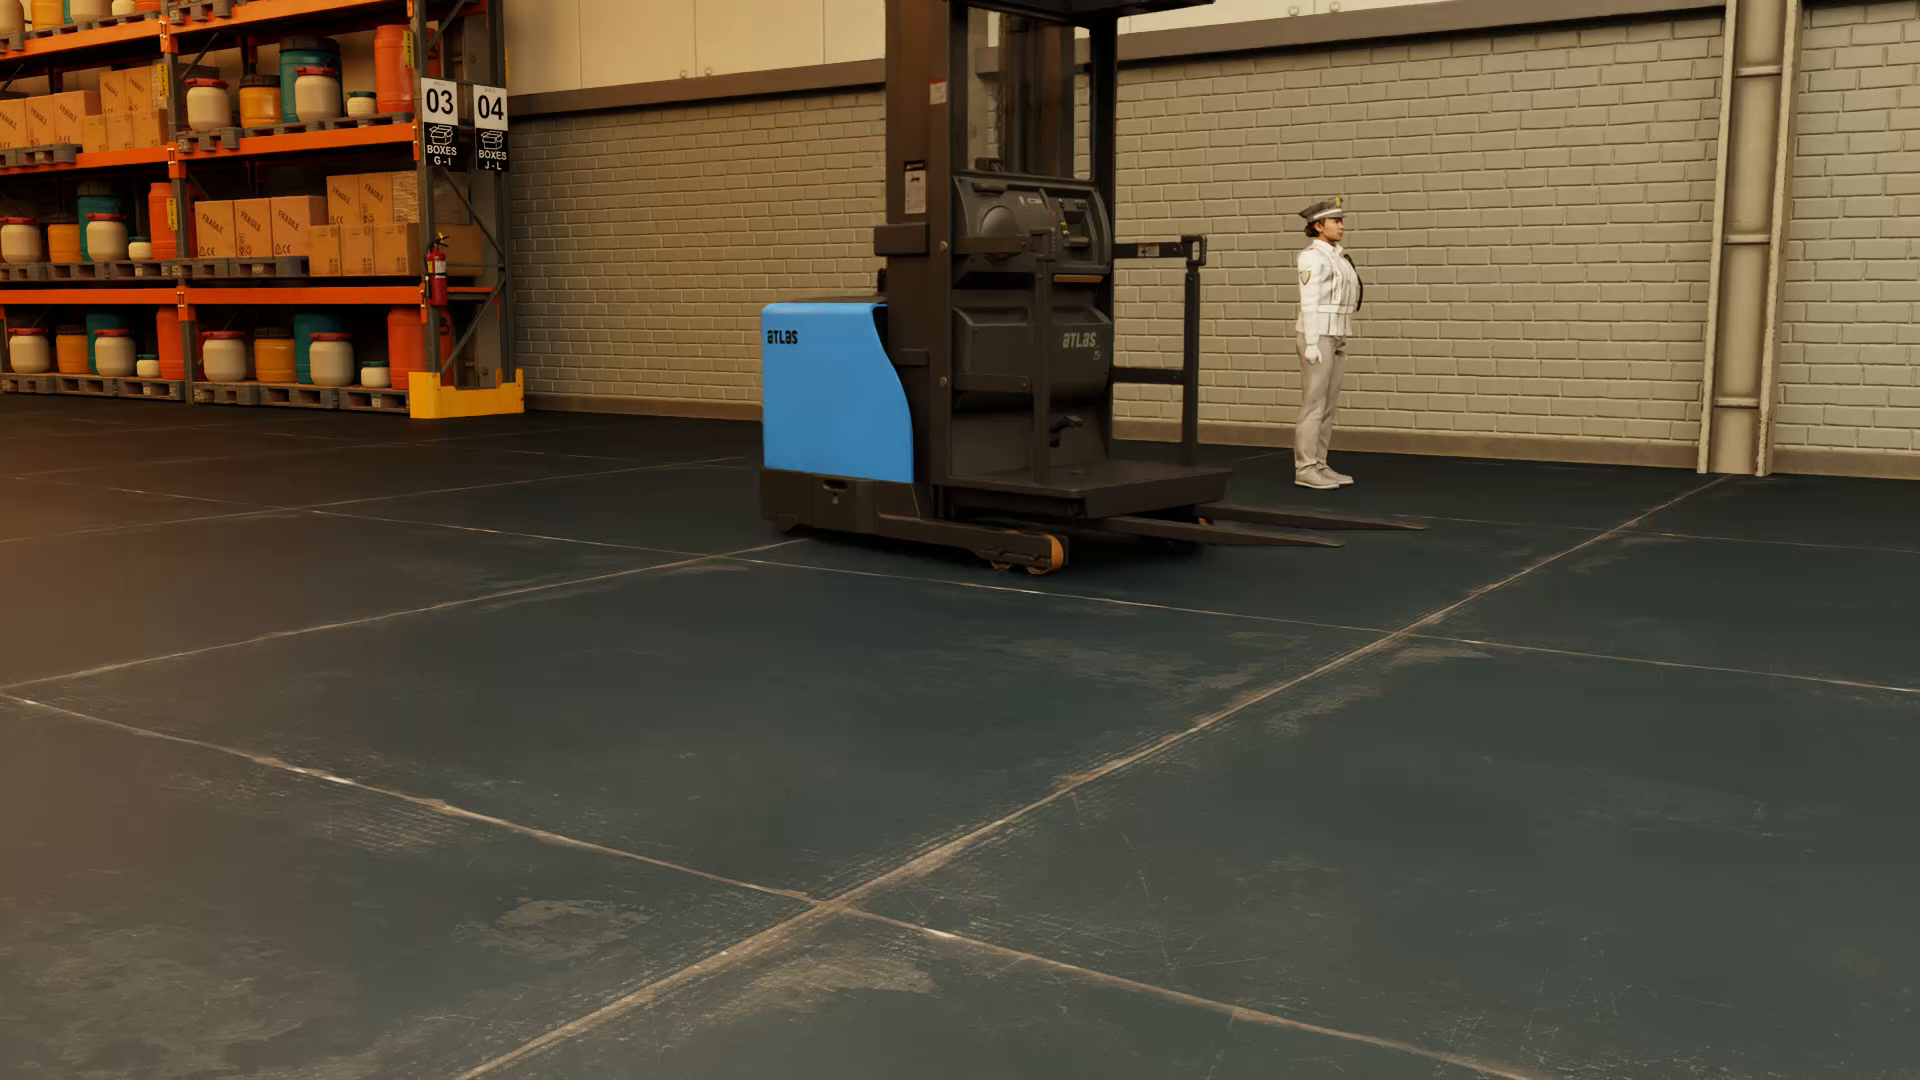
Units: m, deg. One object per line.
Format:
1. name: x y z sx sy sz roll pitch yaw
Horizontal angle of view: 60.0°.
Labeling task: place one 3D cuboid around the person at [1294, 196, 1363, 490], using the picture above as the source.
1. person: 2.150 -1.161 9.778 0.346 1.693 0.463 5 10 33

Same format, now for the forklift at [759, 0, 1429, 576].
1. forklift: 0.473 -1.391 6.977 3.031 2.935 1.130 8 11 43
